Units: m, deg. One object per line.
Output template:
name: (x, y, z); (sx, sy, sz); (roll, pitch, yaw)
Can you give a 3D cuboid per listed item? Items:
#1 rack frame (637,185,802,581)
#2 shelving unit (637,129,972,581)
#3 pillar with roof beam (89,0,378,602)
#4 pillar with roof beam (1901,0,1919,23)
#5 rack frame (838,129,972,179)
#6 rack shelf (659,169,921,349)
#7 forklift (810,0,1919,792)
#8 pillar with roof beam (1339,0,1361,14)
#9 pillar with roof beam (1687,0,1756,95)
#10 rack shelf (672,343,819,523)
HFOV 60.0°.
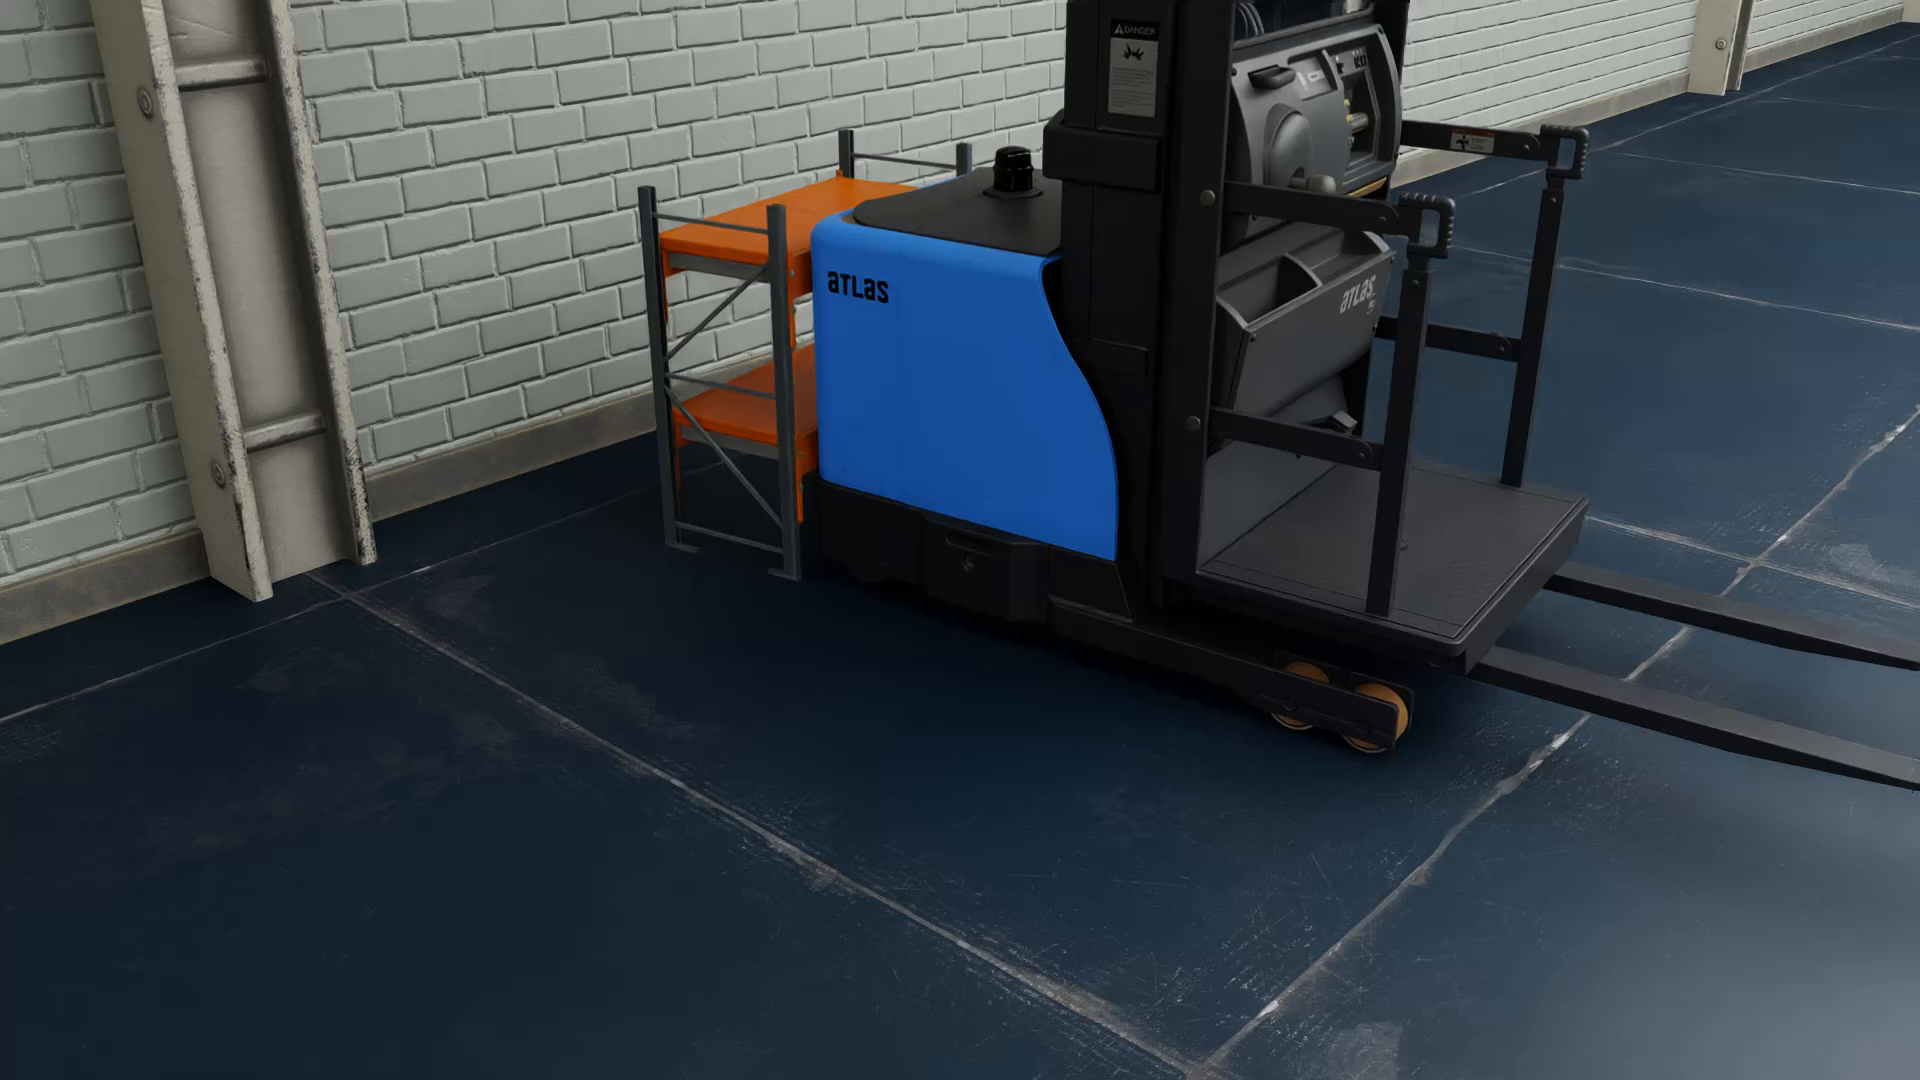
rack frame: (-0.699, -0.449, 4.875); (0.500, 1.125, 0.032); (14, 27, 28)
shelving unit: (-0.442, -0.628, 5.275); (0.538, 1.125, 1.048); (14, 27, 28)
pillar with roof beam: (1.171, -2.851, 0.610); (9.100, 9.000, 0.400); (20, 31, 38)
pillar with roof beam: (13.185, -8.335, 12.841); (9.100, 9.000, 0.400); (20, 31, 38)
rack frame: (-0.184, -0.807, 5.675); (0.500, 1.125, 0.032); (14, 27, 28)
rack shelf: (-0.442, -0.895, 5.155); (0.538, 0.278, 1.000); (14, 27, 28)
forklift: (1.068, -1.062, 4.036); (3.031, 2.935, 1.130); (16, 29, 31)
pillar with roof beam: (5.176, -4.679, 4.687); (9.100, 9.000, 0.400); (20, 31, 38)
pillar with roof beam: (9.180, -6.507, 8.764); (9.100, 9.000, 0.400); (20, 31, 38)
rack shelf: (-0.442, -0.405, 5.375); (0.538, 0.278, 1.000); (14, 27, 28)
